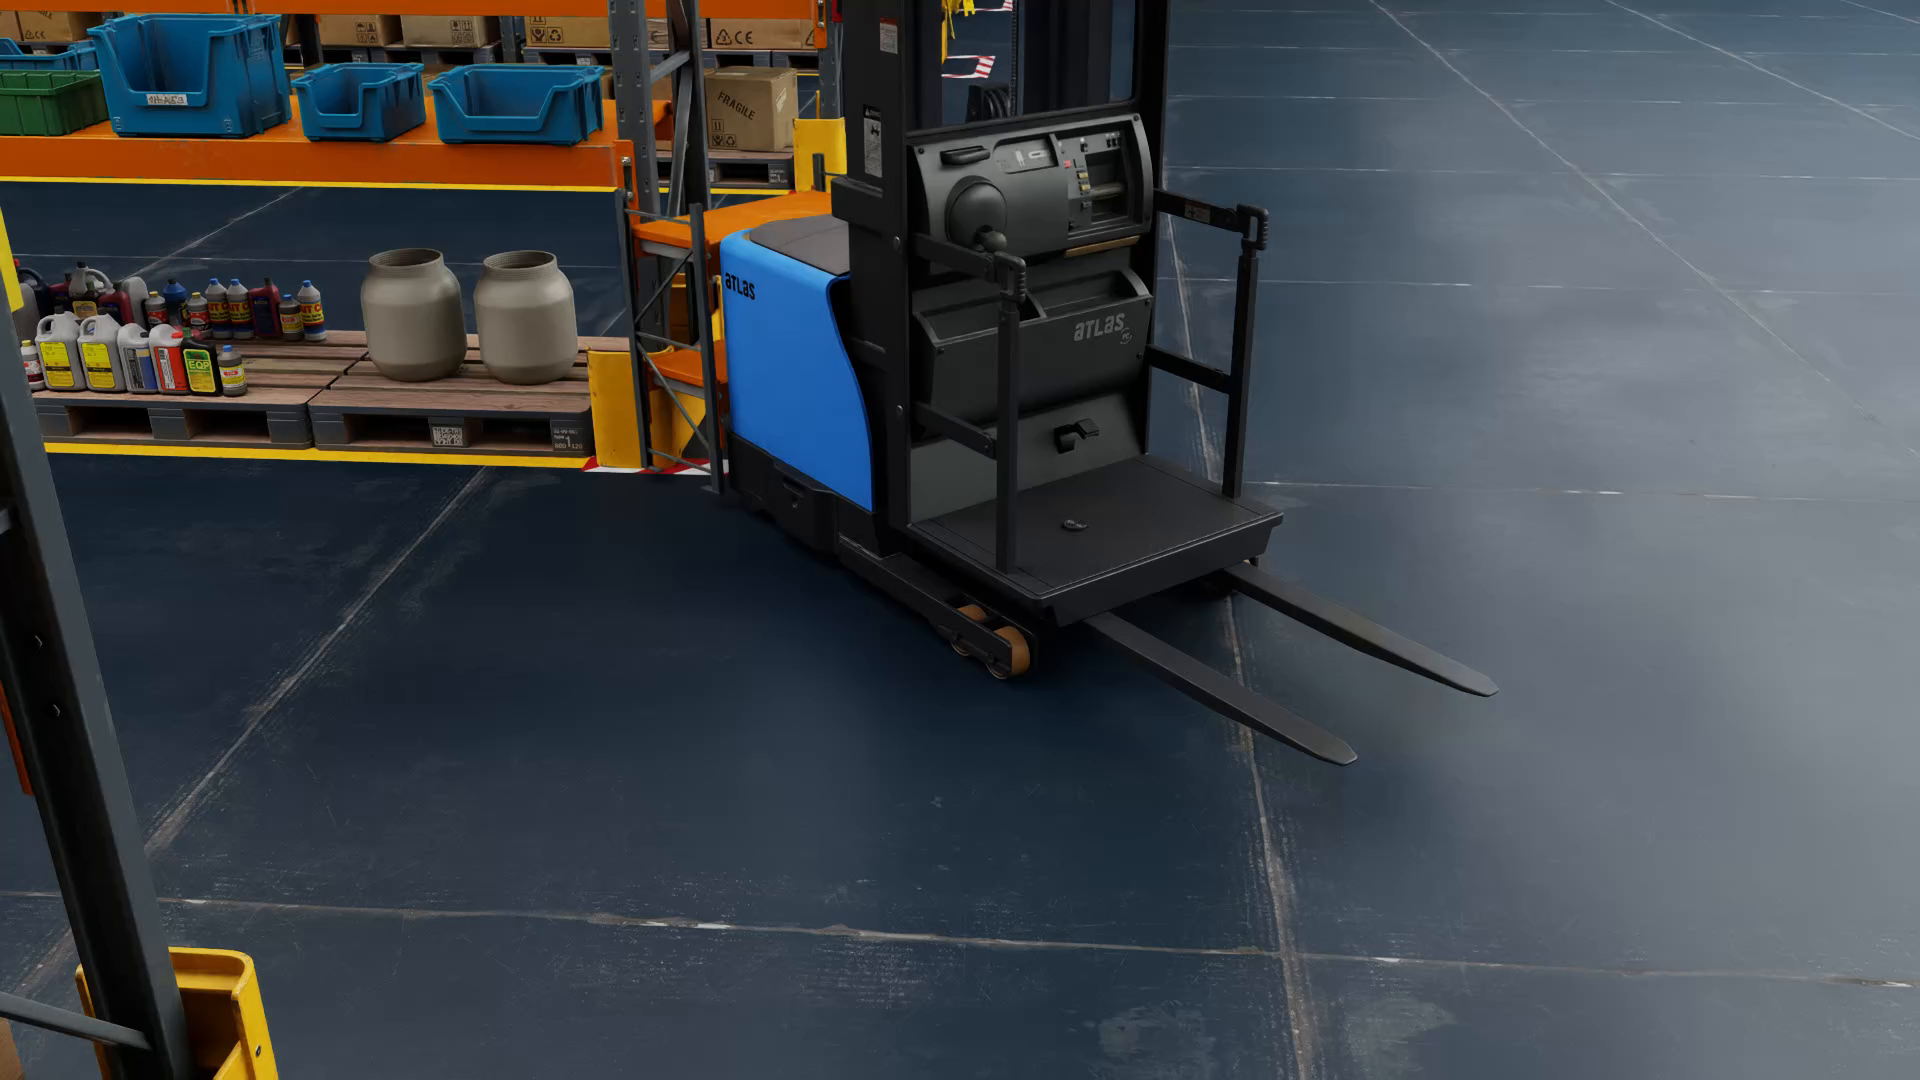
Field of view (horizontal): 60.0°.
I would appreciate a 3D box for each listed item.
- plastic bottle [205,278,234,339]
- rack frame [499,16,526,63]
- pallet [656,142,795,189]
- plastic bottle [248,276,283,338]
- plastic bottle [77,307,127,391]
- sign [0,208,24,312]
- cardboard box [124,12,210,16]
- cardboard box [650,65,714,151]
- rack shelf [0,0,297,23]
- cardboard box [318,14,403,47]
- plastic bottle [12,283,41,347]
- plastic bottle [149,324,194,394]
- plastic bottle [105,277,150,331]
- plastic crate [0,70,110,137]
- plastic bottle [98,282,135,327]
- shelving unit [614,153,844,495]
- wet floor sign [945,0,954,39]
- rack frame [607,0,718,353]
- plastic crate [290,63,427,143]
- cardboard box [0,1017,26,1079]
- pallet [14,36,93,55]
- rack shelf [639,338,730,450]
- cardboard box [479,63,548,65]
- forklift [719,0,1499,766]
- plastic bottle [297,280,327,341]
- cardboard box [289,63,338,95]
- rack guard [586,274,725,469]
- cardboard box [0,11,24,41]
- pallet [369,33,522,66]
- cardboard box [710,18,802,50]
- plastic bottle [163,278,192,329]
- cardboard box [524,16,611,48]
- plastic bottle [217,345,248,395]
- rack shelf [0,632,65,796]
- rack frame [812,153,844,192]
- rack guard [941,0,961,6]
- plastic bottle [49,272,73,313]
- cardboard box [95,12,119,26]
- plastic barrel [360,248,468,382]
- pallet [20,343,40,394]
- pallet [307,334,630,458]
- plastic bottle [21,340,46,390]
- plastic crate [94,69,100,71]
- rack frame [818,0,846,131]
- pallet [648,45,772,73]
[{"bbox_3d":[-3.454,-1.083,7.753,0.097,0.271,0.097,0,25,0],"label":"plastic bottle"},{"bbox_3d":[-4.357,-6.177,16.086,0.127,3.000,1.000,2,25,4],"label":"rack frame"},{"bbox_3d":[-1.733,-2.761,11.998,1.213,0.211,1.003,2,25,4],"label":"pallet"},{"bbox_3d":[-3.237,-1.089,7.752,0.133,0.283,0.061,2,25,5],"label":"plastic bottle"},{"bbox_3d":[-3.646,-0.821,7.088,0.185,0.351,0.144,3,25,6],"label":"plastic bottle"},{"bbox_3d":[-1.563,-0.517,2.654,0.005,0.325,0.100,2,25,4],"label":"sign"},{"bbox_3d":[-7.745,-5.417,16.622,0.750,0.750,1.050,2,25,3],"label":"cardboard box"},{"bbox_3d":[-2.070,-3.072,11.826,0.500,0.500,0.500,8,26,18],"label":"cardboard box"},{"bbox_3d":[-6.832,-3.850,11.889,4.000,0.370,1.077,2,25,4],"label":"rack shelf"},{"bbox_3d":[-5.945,-5.361,16.500,0.750,0.750,1.050,2,25,4],"label":"cardboard box"},{"bbox_3d":[-4.348,-1.042,7.658,0.135,0.276,0.152,2,25,4],"label":"plastic bottle"},{"bbox_3d":[-3.343,-0.779,7.086,0.135,0.276,0.152,2,25,4],"label":"plastic bottle"},{"bbox_3d":[-3.878,-1.087,7.757,0.135,0.276,0.152,2,25,5],"label":"plastic bottle"},{"bbox_3d":[-3.885,-1.791,6.808,0.662,0.188,0.450,2,25,4],"label":"plastic crate"},{"bbox_3d":[-3.885,-1.046,7.659,0.133,0.283,0.061,2,25,4],"label":"plastic bottle"},{"bbox_3d":[-0.769,-0.908,6.752,0.538,1.125,1.048,19,30,40],"label":"shelving unit"},{"bbox_3d":[-0.189,-5.804,18.091,0.232,0.644,0.267,-2,25,-5],"label":"wet floor sign"},{"bbox_3d":[-1.229,-1.921,6.836,0.127,3.000,1.000,2,25,4],"label":"rack frame"},{"bbox_3d":[-2.398,-1.768,6.681,0.408,0.251,0.499,2,25,4],"label":"plastic crate"},{"bbox_3d":[-2.129,1.092,3.075,0.500,0.250,0.500,2,25,4],"label":"cardboard box"},{"bbox_3d":[-9.125,-5.064,17.002,1.213,0.211,1.003,2,25,4],"label":"pallet"},{"bbox_3d":[-0.764,-0.682,6.845,0.538,0.278,1.000,19,30,40],"label":"rack shelf"},{"bbox_3d":[-3.245,-3.136,11.966,0.500,0.500,0.500,0,25,-1],"label":"cardboard box"},{"bbox_3d":[0.378,-1.121,5.179,1.130,2.935,3.031,-17,30,-33],"label":"forklift"},{"bbox_3d":[-3.013,-1.069,7.722,0.097,0.271,0.097,0,25,0],"label":"plastic bottle"},{"bbox_3d":[-4.442,-3.139,11.971,0.500,0.500,0.500,1,25,2],"label":"cardboard box"},{"bbox_3d":[-1.308,-0.768,7.321,0.348,0.500,1.175,2,25,4],"label":"rack guard"},{"bbox_3d":[-9.539,-5.290,16.647,0.500,0.500,0.500,3,25,6],"label":"cardboard box"},{"bbox_3d":[-5.133,-4.903,16.654,1.213,0.211,1.003,2,25,4],"label":"pallet"},{"bbox_3d":[-1.928,-5.296,16.210,0.875,0.875,0.875,1,25,3],"label":"cardboard box"},{"bbox_3d":[-3.656,-1.090,7.767,0.097,0.271,0.097,0,25,0],"label":"plastic bottle"},{"bbox_3d":[-3.736,-5.353,16.335,0.875,0.875,0.875,2,25,5],"label":"cardboard box"},{"bbox_3d":[-3.094,-0.725,7.059,0.097,0.201,0.097,0,25,0],"label":"plastic bottle"},{"bbox_3d":[-3.606,0.407,2.639,4.000,0.370,1.077,2,25,4],"label":"rack shelf"},{"bbox_3d":[-0.421,-1.055,7.092,0.500,1.125,0.032,19,30,40],"label":"rack frame"},{"bbox_3d":[-0.167,-6.982,20.826,0.348,0.500,1.175,2,25,4],"label":"rack guard"},{"bbox_3d":[-4.196,-1.120,7.819,0.133,0.283,0.061,3,25,8],"label":"plastic bottle"},{"bbox_3d":[-9.031,-5.489,17.079,0.500,0.500,0.500,1,25,2],"label":"cardboard box"},{"bbox_3d":[-2.391,-0.986,7.279,0.421,0.512,0.421,0,25,0],"label":"plastic barrel"},{"bbox_3d":[-4.551,-0.743,7.612,1.213,0.211,1.003,2,25,4],"label":"pallet"},{"bbox_3d":[-2.118,-0.665,7.442,1.213,0.211,1.003,2,25,4],"label":"pallet"},{"bbox_3d":[-3.975,-0.754,7.121,0.097,0.201,0.097,0,25,0],"label":"plastic bottle"},{"bbox_3d":[-3.579,-1.982,7.285,0.437,0.136,0.530,2,25,4],"label":"plastic crate"},{"bbox_3d":[-0.850,-3.985,11.322,0.127,3.000,1.000,2,25,4],"label":"rack frame"},{"bbox_3d":[-2.385,-4.815,16.462,1.213,0.211,1.003,2,25,4],"label":"pallet"}]
